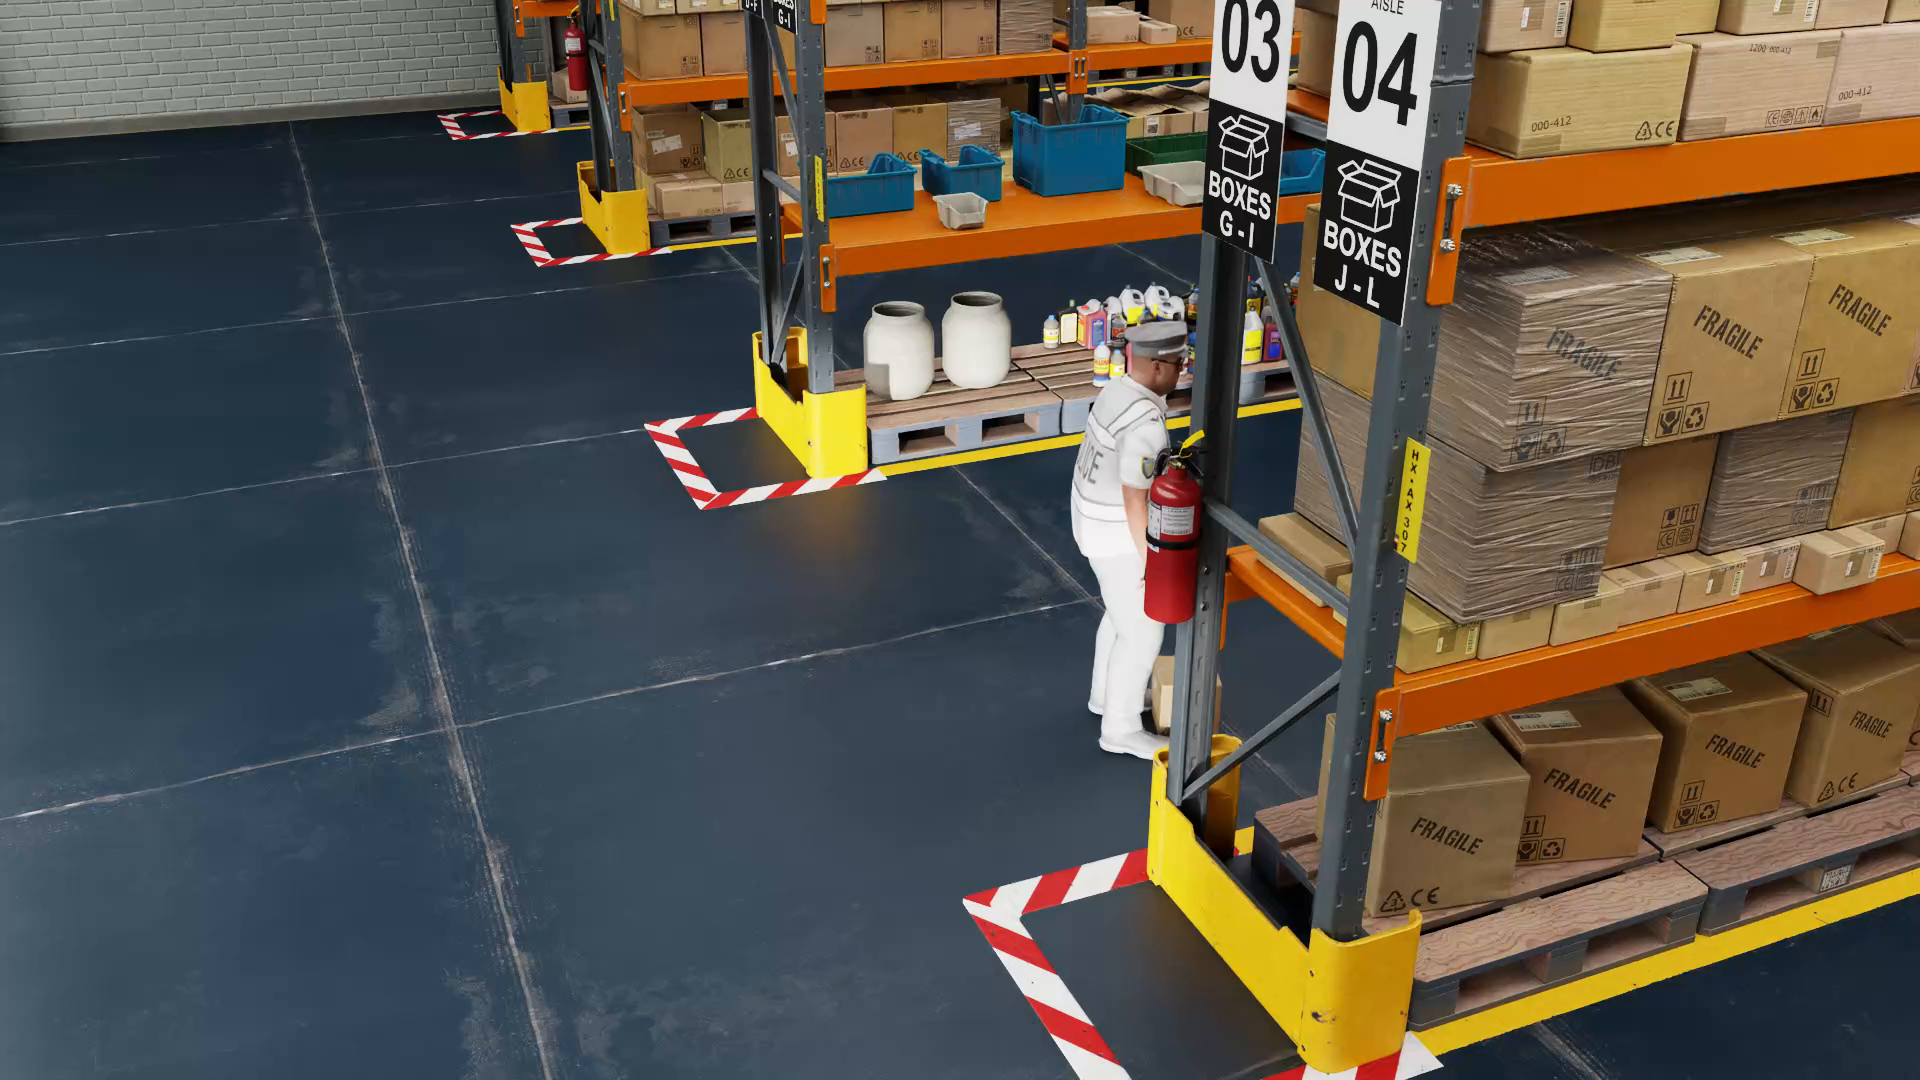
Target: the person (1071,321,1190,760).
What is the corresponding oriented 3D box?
[{"bbox_3d":[0.669,-0.014,6.634,0.437,1.746,0.604,-3,26,-5],"label":"person"}]
